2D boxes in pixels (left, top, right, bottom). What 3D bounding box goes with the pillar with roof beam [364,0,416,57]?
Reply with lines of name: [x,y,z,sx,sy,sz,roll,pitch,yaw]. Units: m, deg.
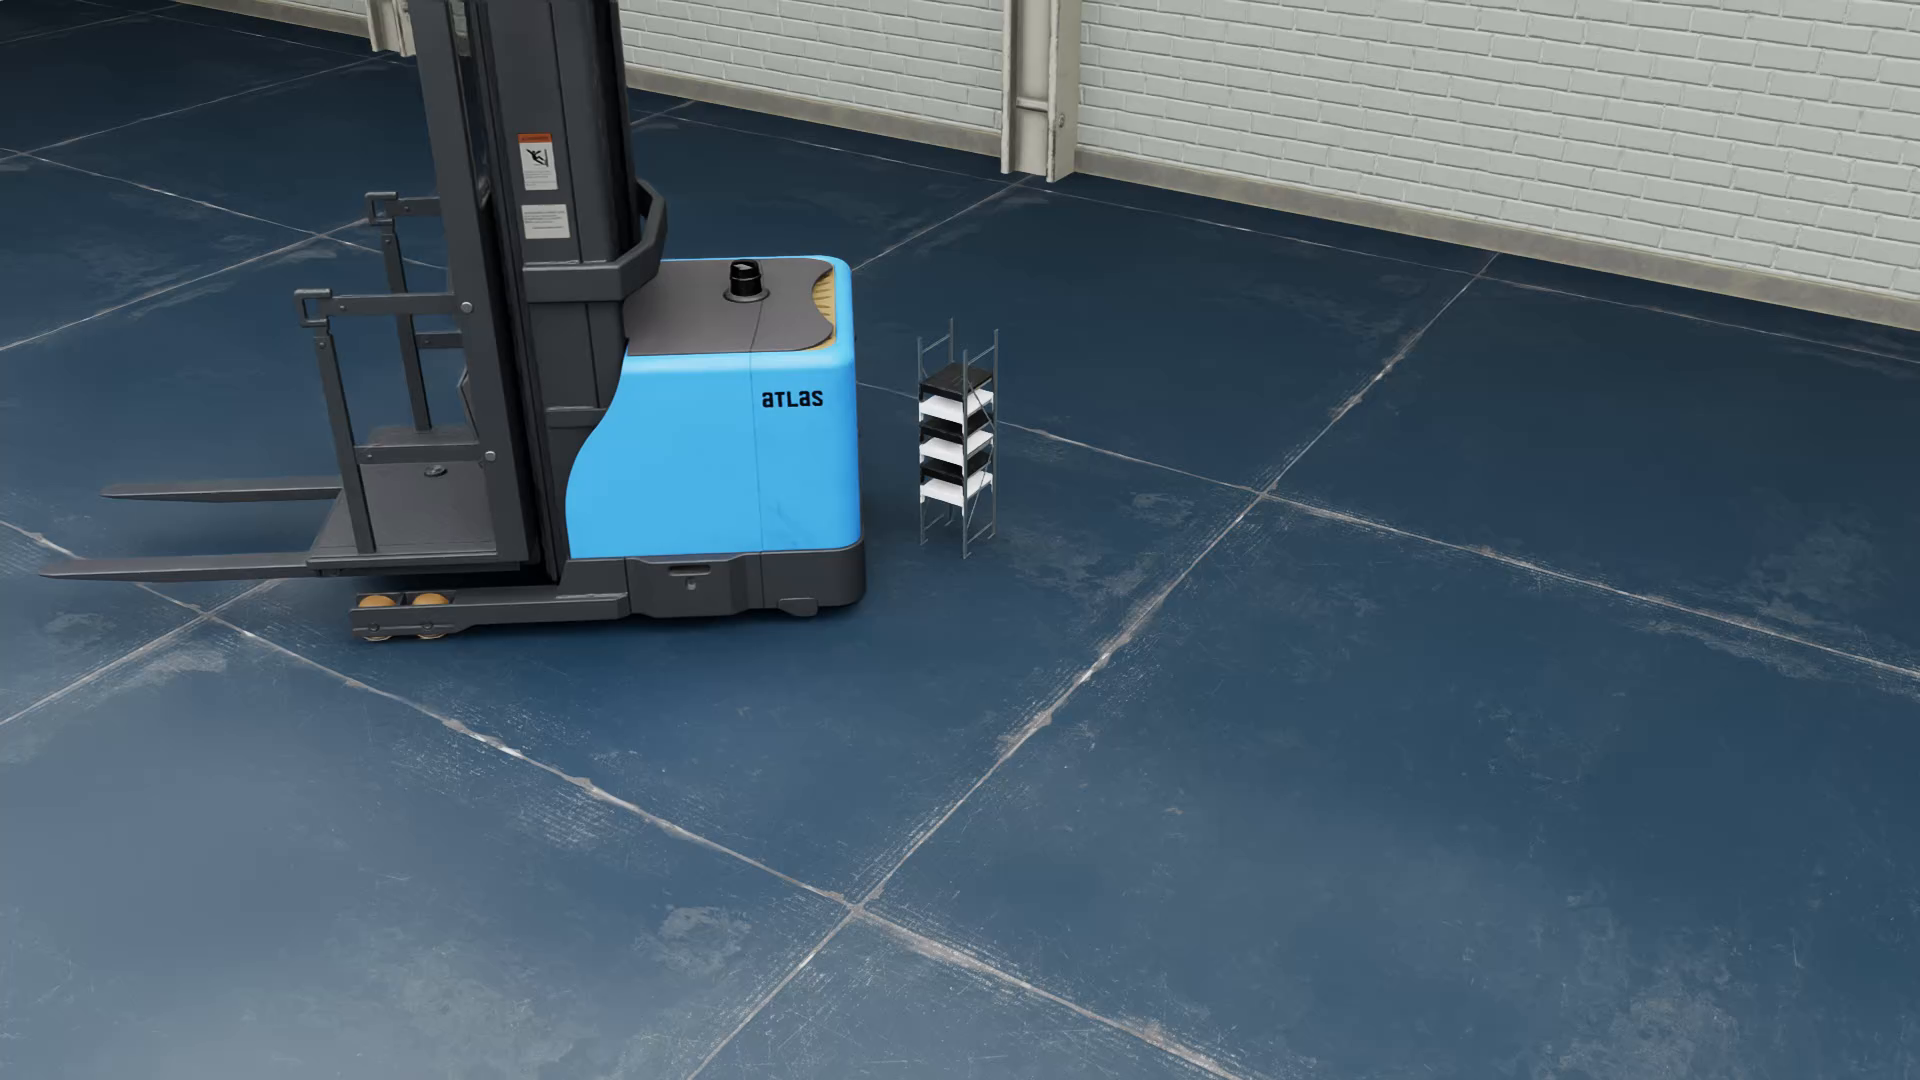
pillar with roof beam: [-6.858,-6.071,8.227,0.400,9.000,9.100,18,35,27]

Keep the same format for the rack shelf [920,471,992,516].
rack shelf: [-0.007,-0.207,6.634,0.200,0.077,0.258,18,35,27]

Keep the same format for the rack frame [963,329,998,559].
rack frame: [0.079,-0.364,6.480,0.006,0.900,0.240,18,35,27]

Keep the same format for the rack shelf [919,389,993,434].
rack shelf: [-0.007,-0.518,6.453,0.200,0.077,0.258,18,35,27]

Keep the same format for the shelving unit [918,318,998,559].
shelving unit: [-0.007,-0.391,6.527,0.210,0.900,0.258,18,35,27]

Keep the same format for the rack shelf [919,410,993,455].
rack shelf: [-0.007,-0.440,6.498,0.200,0.077,0.258,18,35,27]

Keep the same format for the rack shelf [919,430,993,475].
rack shelf: [-0.007,-0.362,6.544,0.200,0.077,0.258,18,35,27]

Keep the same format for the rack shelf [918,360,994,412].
rack shelf: [-0.007,-0.595,6.408,0.200,0.077,0.258,18,35,27]

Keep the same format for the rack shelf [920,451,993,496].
rack shelf: [-0.007,-0.284,6.589,0.200,0.077,0.258,18,35,27]

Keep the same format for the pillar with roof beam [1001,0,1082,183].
pillar with roof beam: [-1.776,-4.464,5.472,0.400,9.000,9.100,18,35,27]

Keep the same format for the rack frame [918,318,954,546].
rack frame: [-0.093,-0.418,6.574,0.006,0.900,0.240,18,35,27]

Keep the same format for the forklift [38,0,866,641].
forklift: [-1.896,-1.171,5.849,3.031,2.935,1.130,-2,30,-4]
